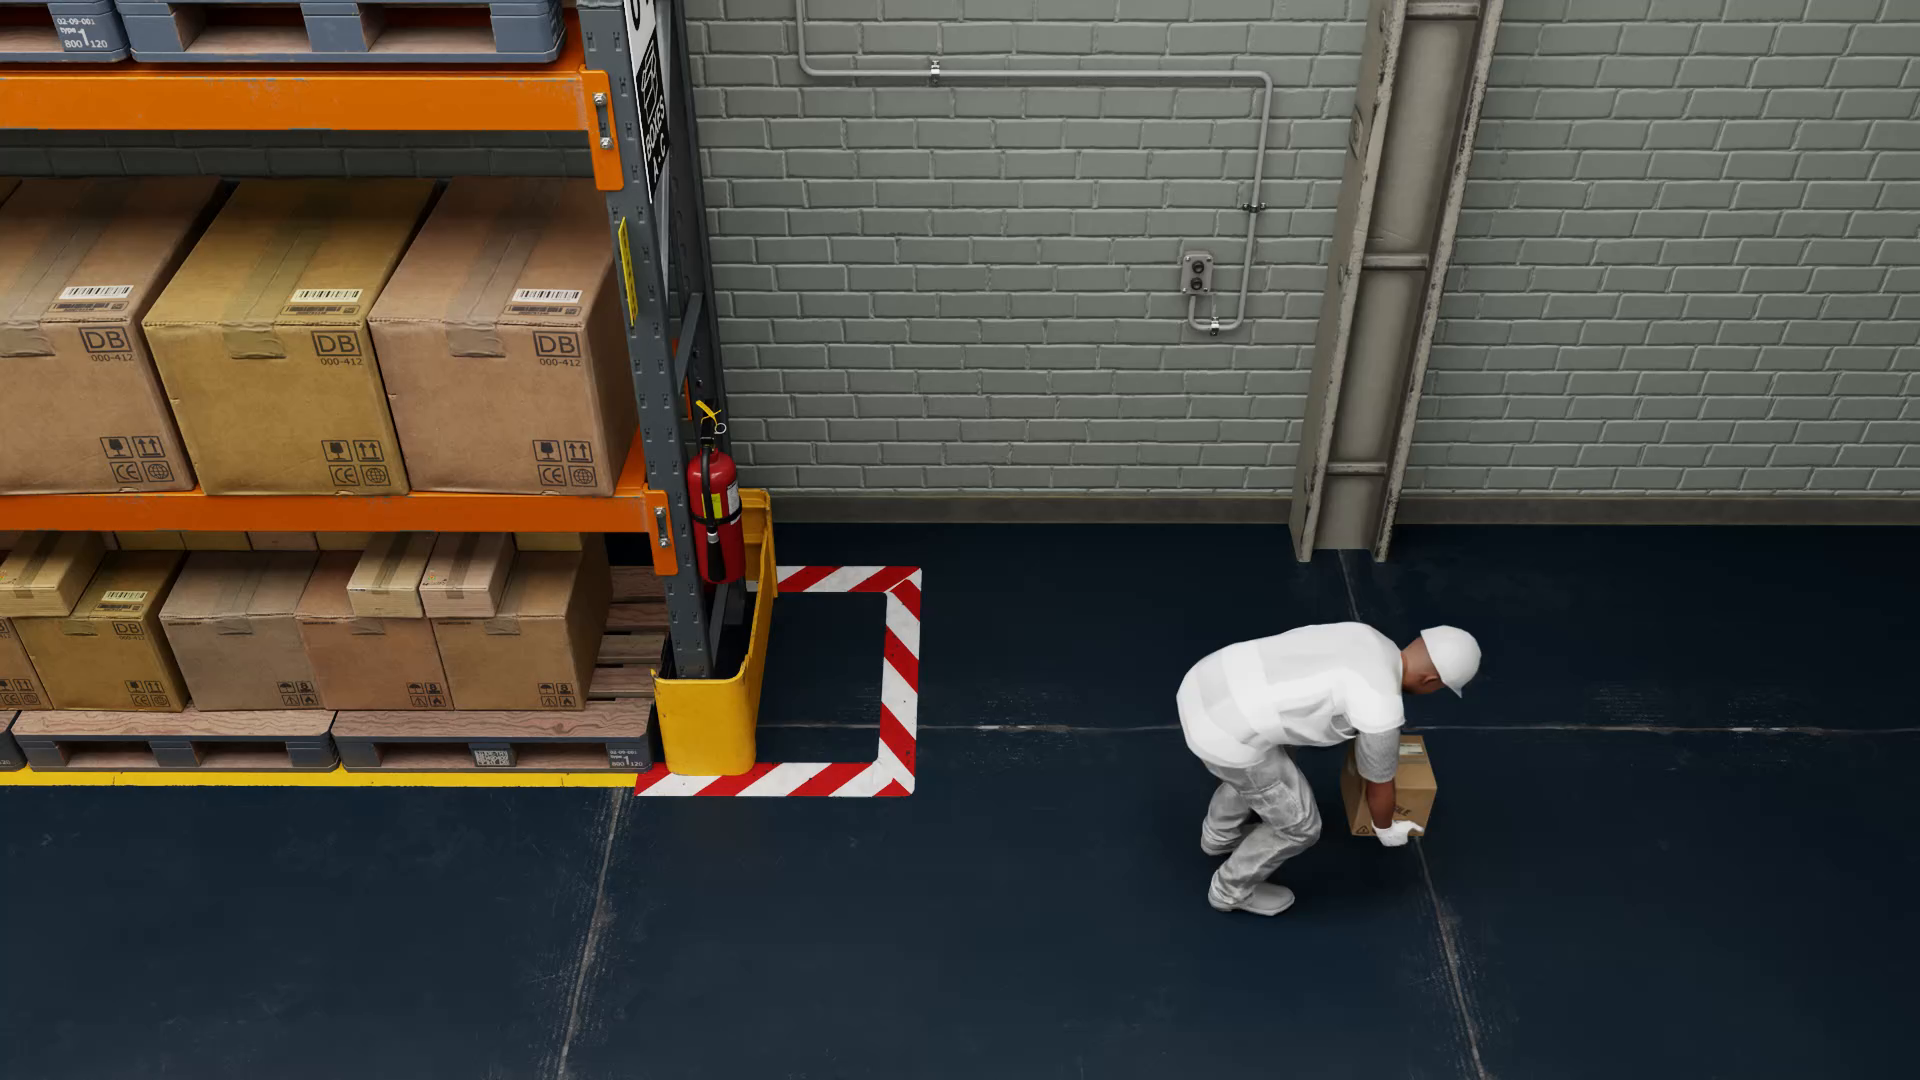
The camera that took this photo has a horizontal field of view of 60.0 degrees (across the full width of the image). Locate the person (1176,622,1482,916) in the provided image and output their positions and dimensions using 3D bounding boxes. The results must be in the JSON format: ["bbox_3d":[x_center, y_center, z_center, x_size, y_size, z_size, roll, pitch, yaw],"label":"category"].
[{"bbox_3d":[1.216,0.758,5.713,0.970,1.146,0.531,-2,39,-2],"label":"person"}]
